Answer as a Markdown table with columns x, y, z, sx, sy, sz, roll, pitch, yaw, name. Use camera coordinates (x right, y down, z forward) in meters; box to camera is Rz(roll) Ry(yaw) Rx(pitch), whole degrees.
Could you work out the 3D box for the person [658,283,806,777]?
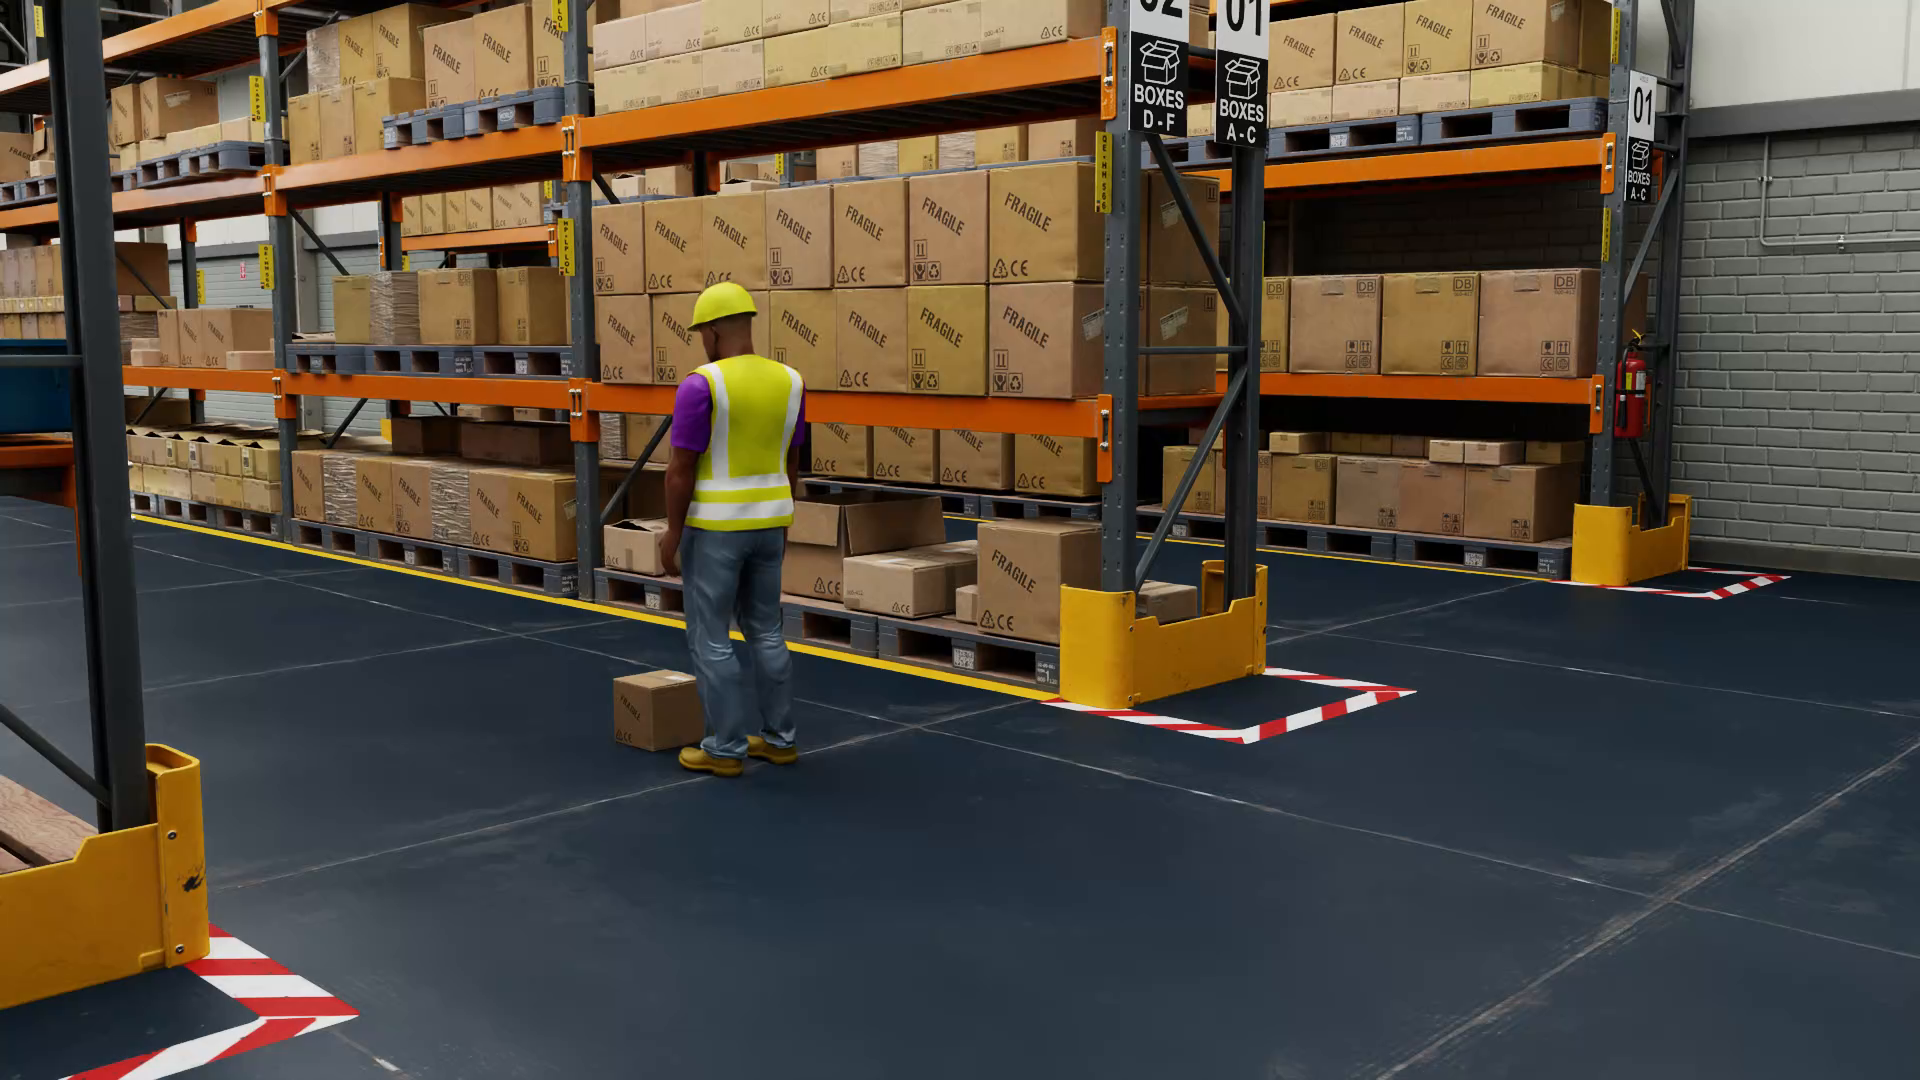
| x | y | z | sx | sy | sz | roll | pitch | yaw | name |
| --- | --- | --- | --- | --- | --- | --- | --- | --- | --- |
| -0.822 | -0.043 | 6.025 | 0.363 | 1.760 | 0.567 | 7 | 10 | 44 | person |
